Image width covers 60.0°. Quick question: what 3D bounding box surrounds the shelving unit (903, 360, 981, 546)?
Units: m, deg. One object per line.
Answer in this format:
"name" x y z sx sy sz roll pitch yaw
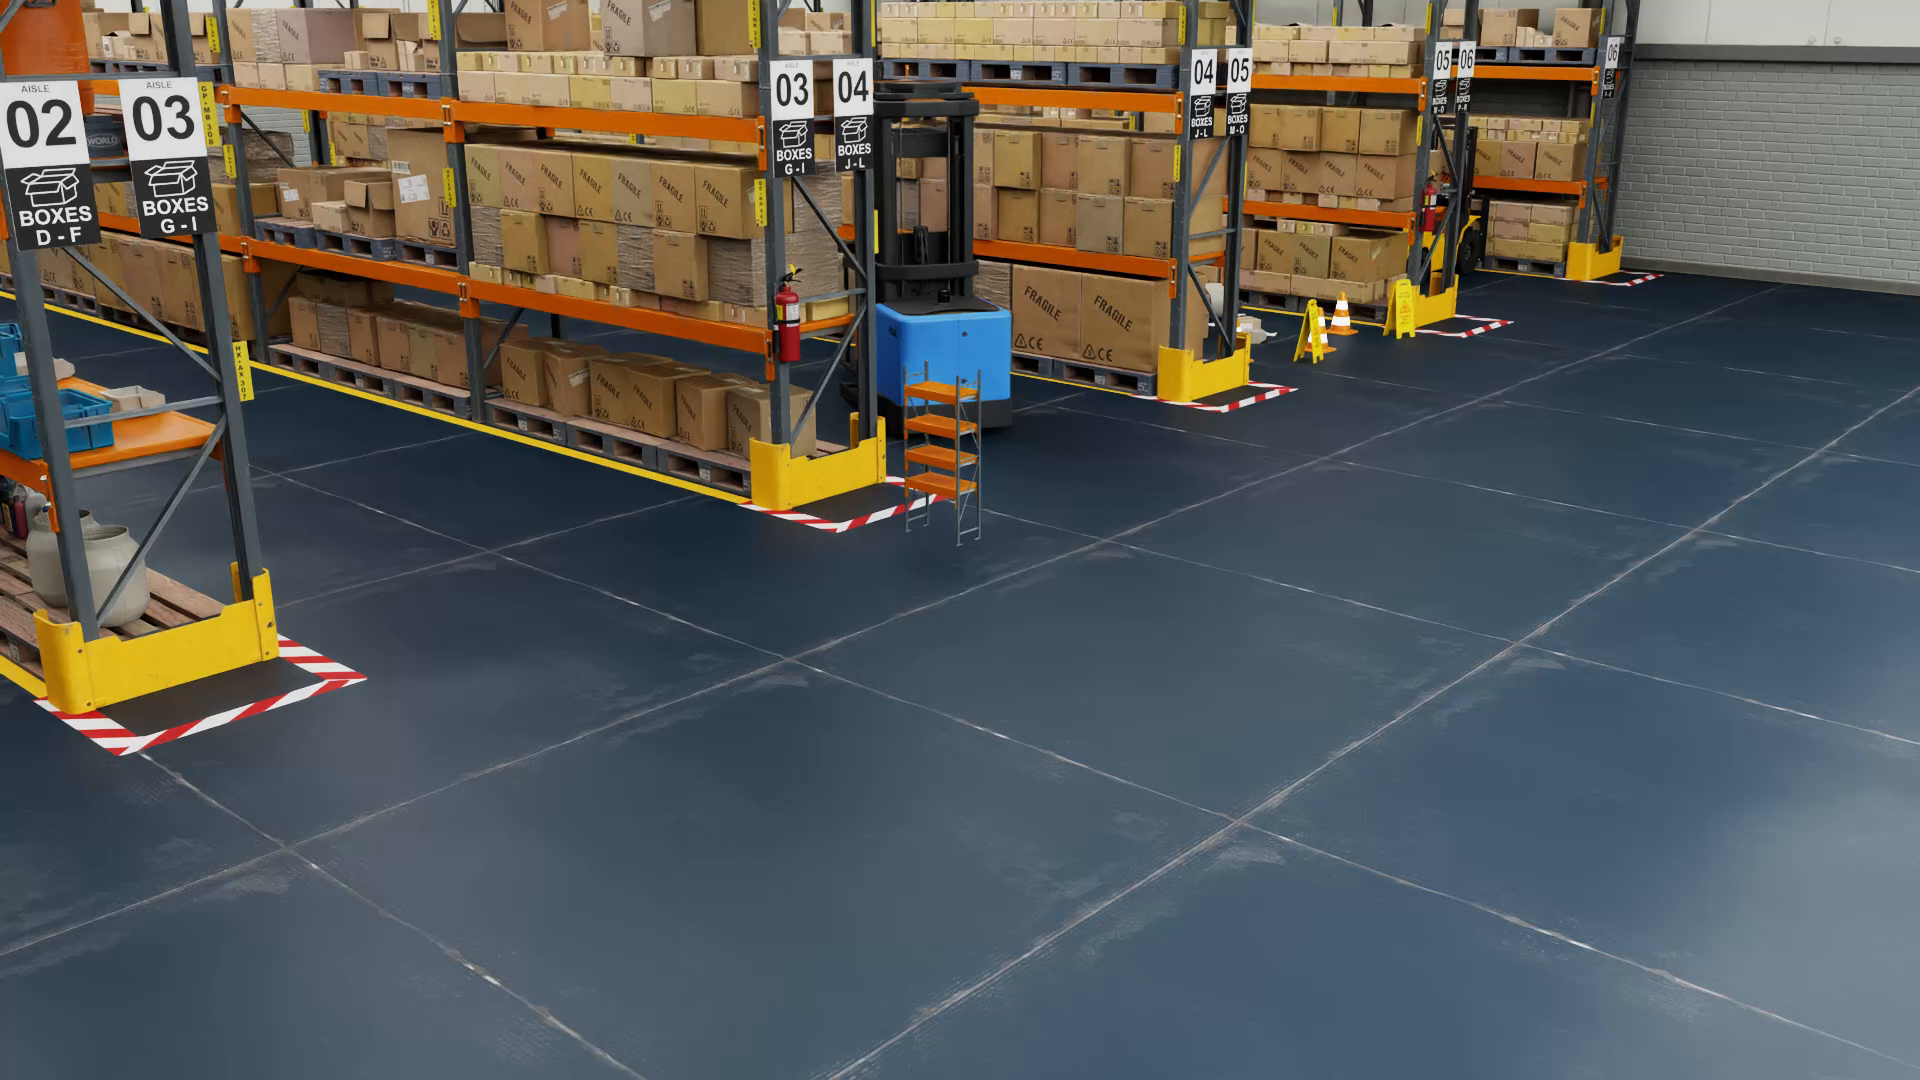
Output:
"shelving unit" -0.124 -0.605 11.535 0.503 1.200 0.258 15 23 39

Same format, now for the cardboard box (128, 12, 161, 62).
"cardboard box" -8.541 -5.478 18.091 0.637 0.503 0.797 15 23 39

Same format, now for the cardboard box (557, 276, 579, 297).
"cardboard box" -3.095 -2.114 13.730 0.250 0.149 0.380 15 23 39

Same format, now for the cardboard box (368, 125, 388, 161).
"cardboard box" -8.302 -5.835 24.381 0.500 0.500 0.500 14 23 38

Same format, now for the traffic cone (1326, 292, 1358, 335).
"traffic cone" 4.385 -2.615 19.086 0.334 0.463 0.336 15 23 39

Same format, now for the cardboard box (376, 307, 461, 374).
"cardboard box" -5.215 -1.949 16.200 0.500 0.500 0.700 13 22 35

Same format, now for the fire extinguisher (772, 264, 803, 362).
"fire extinguisher" -1.236 -1.623 11.896 0.183 0.674 0.296 15 23 39

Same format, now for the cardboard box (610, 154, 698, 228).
"cardboard box" -2.341 -2.708 12.876 0.500 0.500 0.500 15 23 39

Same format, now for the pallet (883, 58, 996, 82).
"pallet" -0.034 -4.913 17.323 1.213 0.211 1.003 15 23 39

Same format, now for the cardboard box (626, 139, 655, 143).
"cardboard box" -4.051 -5.050 21.302 0.250 0.149 0.380 14 23 38

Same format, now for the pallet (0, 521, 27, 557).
"pallet" -6.820 0.003 11.252 1.213 0.211 1.003 15 23 39

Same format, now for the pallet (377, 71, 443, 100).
"pallet" -4.398 -4.079 14.857 1.003 0.211 1.213 15 23 39

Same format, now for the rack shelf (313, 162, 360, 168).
"rack shelf" -8.119 -5.357 24.723 4.000 0.370 1.077 15 23 39

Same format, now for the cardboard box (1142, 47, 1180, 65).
"cardboard box" 1.879 -4.437 15.232 0.250 0.149 0.380 15 23 39

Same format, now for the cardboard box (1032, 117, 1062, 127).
"cardboard box" 1.319 -5.467 22.529 0.500 0.500 0.500 16 24 41

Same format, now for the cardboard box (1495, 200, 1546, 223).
"cardboard box" 7.917 -4.643 23.480 0.500 0.250 0.500 16 23 40

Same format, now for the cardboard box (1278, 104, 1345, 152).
"cardboard box" 4.212 -4.931 19.881 0.500 0.500 0.700 15 23 39

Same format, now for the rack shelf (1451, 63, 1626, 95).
"rack shelf" 7.359 -6.642 23.811 4.000 0.370 1.077 15 23 39

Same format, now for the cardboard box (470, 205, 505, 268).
"cardboard box" -3.712 -2.676 14.427 0.500 0.500 0.875 15 23 39

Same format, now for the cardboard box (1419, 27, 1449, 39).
"cardboard box" 5.432 -5.837 19.184 0.250 0.149 0.380 15 23 39

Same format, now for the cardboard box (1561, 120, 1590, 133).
"cardboard box" 8.447 -5.676 22.809 0.250 0.149 0.380 15 23 39

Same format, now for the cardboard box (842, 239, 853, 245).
"cardboard box" -1.882 -3.119 19.506 0.750 0.750 1.050 15 23 39

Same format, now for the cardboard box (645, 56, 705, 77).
"cardboard box" -2.130 -3.553 12.478 0.250 0.149 0.380 15 23 40

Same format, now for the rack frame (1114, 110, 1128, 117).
"rack frame" 2.871 -6.760 27.952 0.127 3.000 1.000 15 23 39

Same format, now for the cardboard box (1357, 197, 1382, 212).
"cardboard box" 4.878 -3.962 19.553 0.250 0.149 0.380 15 23 39

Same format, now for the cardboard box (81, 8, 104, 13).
"cardboard box" -10.616 -6.066 19.782 0.500 0.500 0.700 13 22 36

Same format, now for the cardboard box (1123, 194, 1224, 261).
"cardboard box" 2.045 -3.025 15.937 0.550 0.550 0.875 15 23 39

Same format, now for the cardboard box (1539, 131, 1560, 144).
"cardboard box" 8.198 -5.561 22.938 0.250 0.149 0.380 16 23 40

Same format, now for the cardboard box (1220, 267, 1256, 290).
"cardboard box" 3.638 -3.332 21.004 0.500 0.250 0.500 15 23 39

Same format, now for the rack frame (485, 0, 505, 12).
"rack frame" -6.623 -8.158 22.442 0.127 3.000 1.000 15 23 39

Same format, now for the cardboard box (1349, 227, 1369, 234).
"cardboard box" 4.731 -3.610 20.639 0.500 0.500 0.500 14 22 37

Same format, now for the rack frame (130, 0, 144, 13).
"rack frame" -9.991 -7.056 18.970 0.127 3.000 1.000 15 23 39

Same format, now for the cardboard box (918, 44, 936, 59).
"cardboard box" -0.212 -4.998 17.000 0.250 0.149 0.380 15 23 39

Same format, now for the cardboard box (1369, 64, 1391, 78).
"cardboard box" 4.902 -5.390 19.095 0.250 0.149 0.380 15 23 40

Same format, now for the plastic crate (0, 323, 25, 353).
"plastic crate" -6.287 -1.238 10.801 0.616 0.251 0.499 15 23 39

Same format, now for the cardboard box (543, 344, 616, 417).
"cardboard box" -3.301 -1.397 14.492 0.500 0.500 0.500 -10 20 -28

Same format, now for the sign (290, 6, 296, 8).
"sign" -9.975 -7.825 24.907 0.005 0.325 0.100 15 23 39

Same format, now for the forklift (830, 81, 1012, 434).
"forklift" -0.507 -2.709 15.303 1.130 2.935 3.031 -6 19 -18

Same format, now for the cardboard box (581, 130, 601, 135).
"cardboard box" -6.236 -7.128 28.949 0.500 0.500 0.500 15 23 39

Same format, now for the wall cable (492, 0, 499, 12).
"wall cable" -8.468 -11.990 34.454 0.133 3.039 2.988 15 23 39

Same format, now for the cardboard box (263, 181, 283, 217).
"cardboard box" -7.182 -3.601 17.833 0.500 0.500 0.500 16 24 41

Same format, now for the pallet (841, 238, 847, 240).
"pallet" -1.869 -4.727 26.158 1.213 0.211 1.003 15 23 39

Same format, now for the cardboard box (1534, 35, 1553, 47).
"cardboard box" 8.033 -6.809 22.704 0.250 0.149 0.380 14 22 38

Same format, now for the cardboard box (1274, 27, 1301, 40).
"cardboard box" 3.944 -6.021 19.763 0.250 0.149 0.380 16 23 41

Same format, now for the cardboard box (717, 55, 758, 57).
"cardboard box" -1.625 -3.611 12.661 0.250 0.149 0.380 16 24 41

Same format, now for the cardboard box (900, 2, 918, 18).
"cardboard box" -0.401 -5.429 17.040 0.250 0.149 0.380 15 23 39

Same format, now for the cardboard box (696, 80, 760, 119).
"cardboard box" -1.545 -3.185 11.978 0.500 0.250 0.500 16 23 40

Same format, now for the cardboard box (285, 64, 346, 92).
"cardboard box" -6.042 -4.396 15.793 0.500 0.250 0.500 16 23 40

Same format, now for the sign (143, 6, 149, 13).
"sign" -9.638 -6.148 19.691 0.005 0.325 0.100 15 23 39

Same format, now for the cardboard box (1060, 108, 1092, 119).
"cardboard box" 1.551 -5.709 22.217 0.250 0.149 0.380 14 22 38

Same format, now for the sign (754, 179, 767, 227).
"sign" -1.399 -2.368 11.679 0.005 0.325 0.100 15 23 39

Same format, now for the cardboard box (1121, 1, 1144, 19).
"cardboard box" 1.689 -4.869 15.272 0.250 0.149 0.380 15 23 40

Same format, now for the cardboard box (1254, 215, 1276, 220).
"cardboard box" 4.890 -5.285 26.536 0.625 0.625 0.875 15 23 39

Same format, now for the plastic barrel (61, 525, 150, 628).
"plastic barrel" -4.846 0.204 9.429 0.421 0.512 0.421 0 18 0
